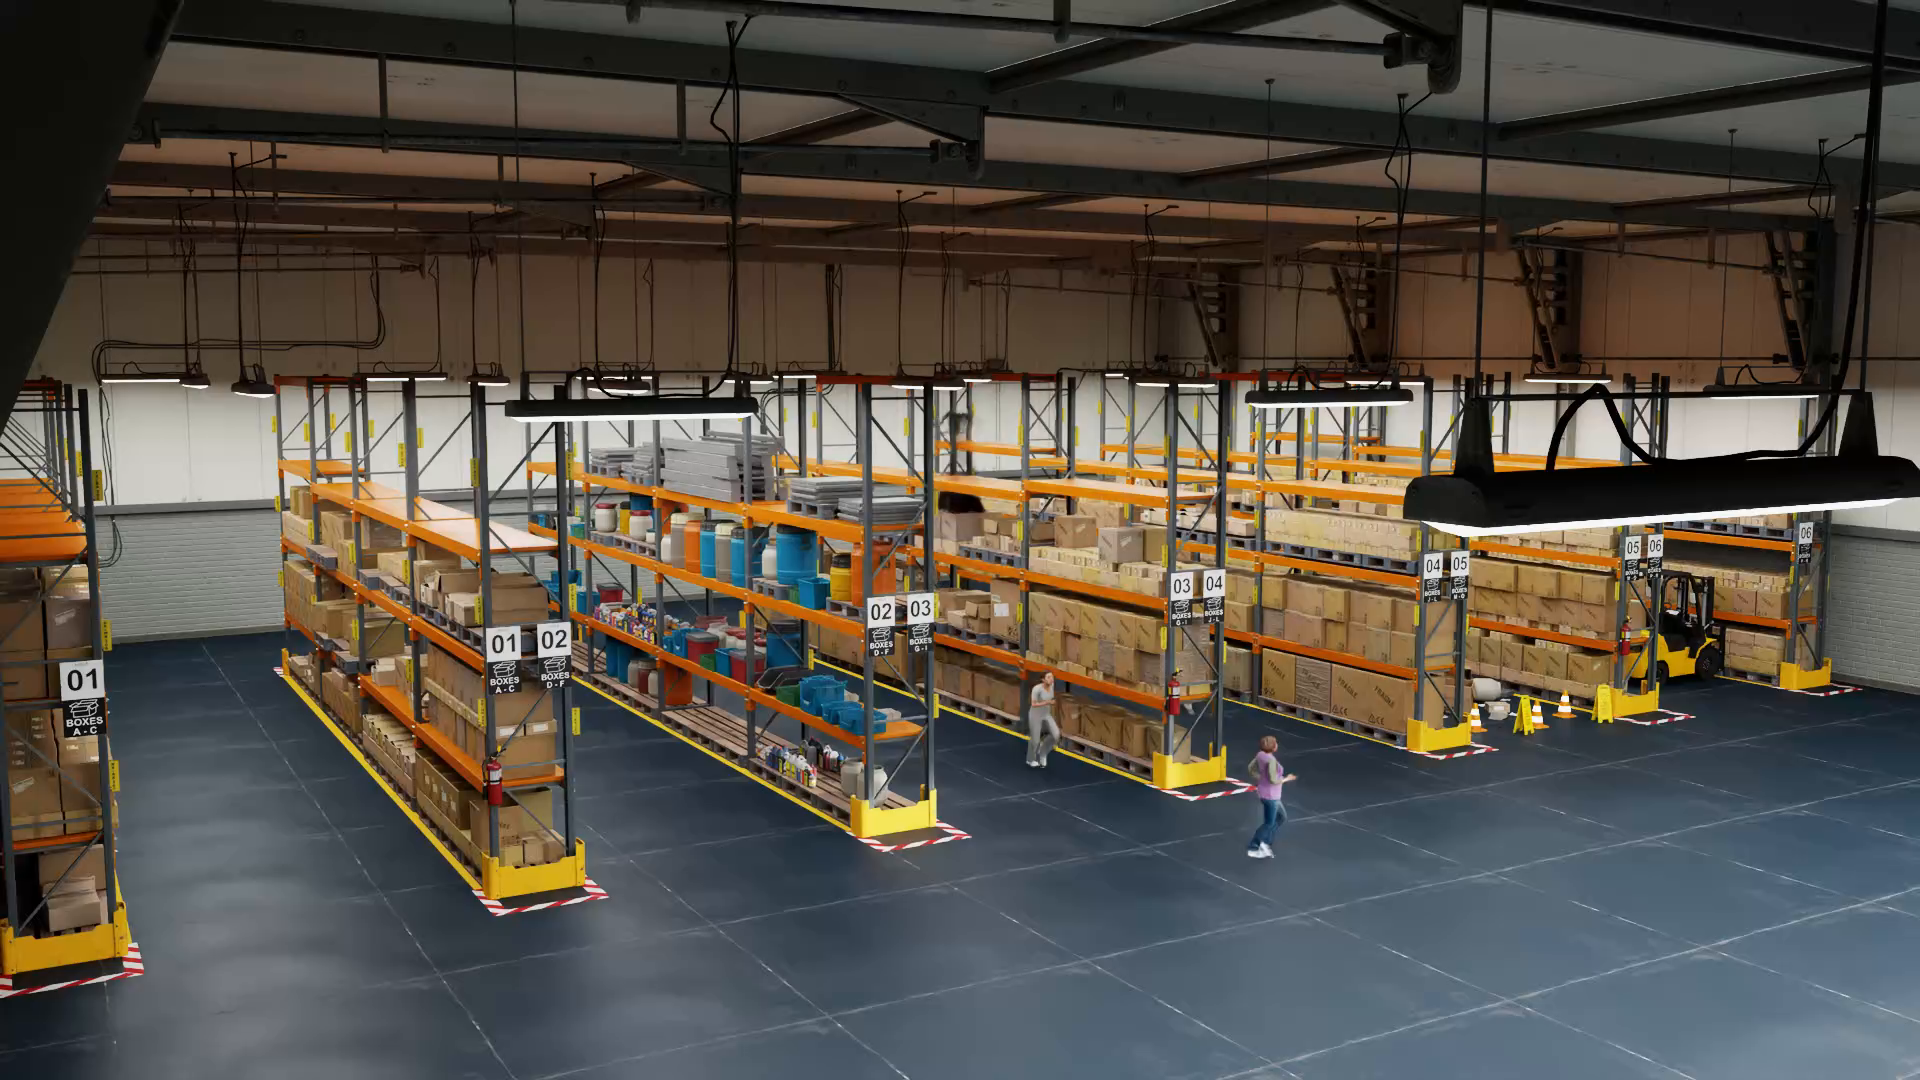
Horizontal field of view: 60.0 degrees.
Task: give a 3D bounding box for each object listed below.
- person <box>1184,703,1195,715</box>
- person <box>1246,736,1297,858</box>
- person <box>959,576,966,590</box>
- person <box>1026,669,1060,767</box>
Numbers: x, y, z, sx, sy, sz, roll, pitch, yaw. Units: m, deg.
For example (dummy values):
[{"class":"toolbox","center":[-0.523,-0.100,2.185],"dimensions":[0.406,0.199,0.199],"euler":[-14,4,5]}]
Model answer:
[{"class":"person","center":[4.007,2.250,29.760],"dimensions":[0.654,1.536,1.087],"euler":[-3,7,-29]},{"class":"person","center":[3.931,3.248,20.989],"dimensions":[0.620,1.599,0.515],"euler":[0,6,-4]},{"class":"person","center":[-0.022,0.766,42.970],"dimensions":[0.651,1.746,0.693],"euler":[-6,9,-44]},{"class":"person","center":[1.250,2.738,25.456],"dimensions":[0.521,1.585,0.818],"euler":[-4,7,-30]}]
